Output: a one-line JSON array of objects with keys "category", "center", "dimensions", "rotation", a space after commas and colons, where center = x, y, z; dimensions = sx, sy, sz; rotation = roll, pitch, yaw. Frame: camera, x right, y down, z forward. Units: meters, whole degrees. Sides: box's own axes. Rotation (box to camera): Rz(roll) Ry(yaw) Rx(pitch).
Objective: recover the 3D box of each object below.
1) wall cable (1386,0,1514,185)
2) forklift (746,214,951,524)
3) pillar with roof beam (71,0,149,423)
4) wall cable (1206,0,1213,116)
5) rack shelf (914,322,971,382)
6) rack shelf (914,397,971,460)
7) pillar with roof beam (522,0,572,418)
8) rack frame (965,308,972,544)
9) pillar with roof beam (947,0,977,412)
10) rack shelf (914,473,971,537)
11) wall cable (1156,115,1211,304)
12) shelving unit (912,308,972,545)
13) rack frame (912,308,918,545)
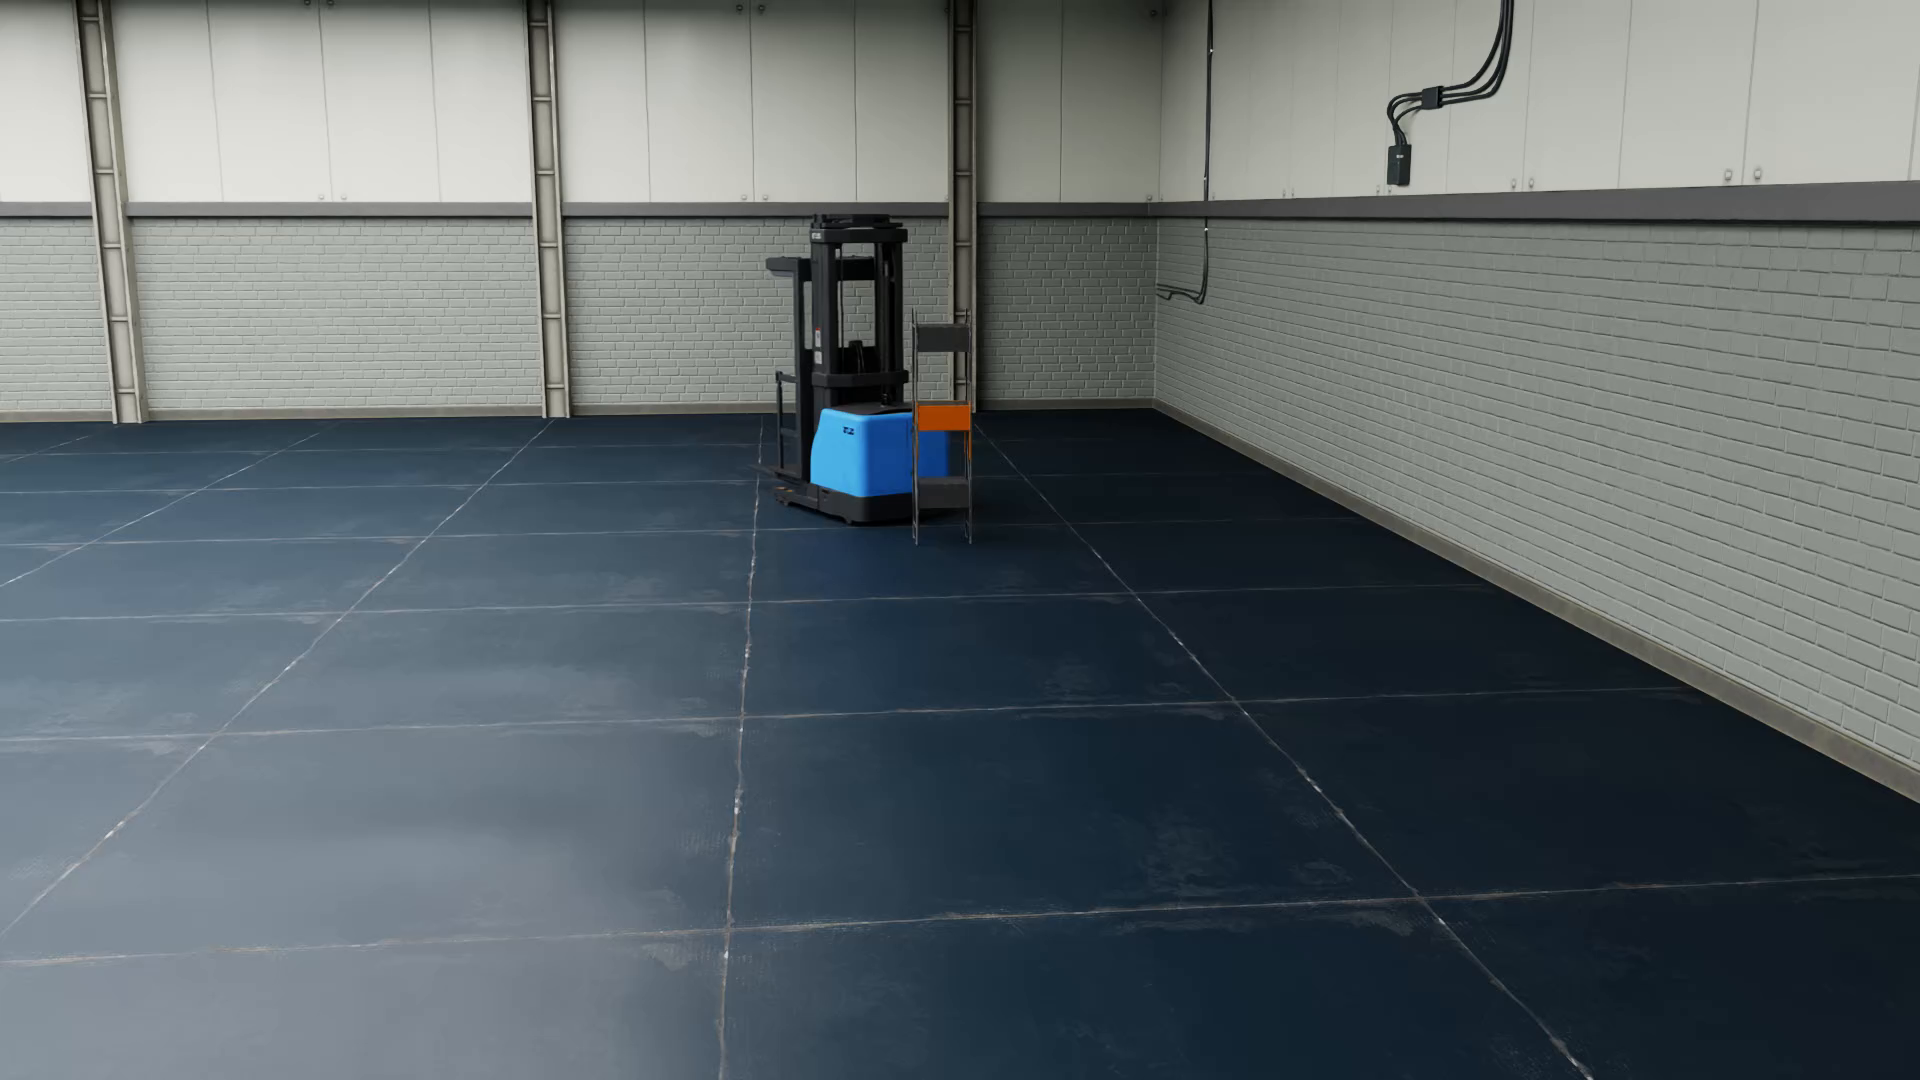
[{"category": "wall cable", "center": [4.113, -6.017, 13.713], "dimensions": [0.169, 6.003, 2.305], "rotation": [-1, 11, -6]}, {"category": "forklift", "center": [-1.285, -1.830, 16.963], "dimensions": [1.130, 2.935, 3.031], "rotation": [-7, 13, -31]}, {"category": "pillar with roof beam", "center": [-11.433, -5.286, 18.810], "dimensions": [0.400, 9.000, 9.100], "rotation": [-1, 11, -6]}, {"category": "wall cable", "center": [3.396, -6.605, 20.477], "dimensions": [0.112, 2.526, 3.097], "rotation": [-1, 11, -6]}, {"category": "rack shelf", "center": [-0.165, -1.700, 14.898], "dimensions": [0.480, 0.518, 0.431], "rotation": [-1, 11, -6]}, {"category": "rack shelf", "center": [-0.165, -1.013, 15.033], "dimensions": [0.480, 0.518, 0.431], "rotation": [-1, 11, -6]}, {"category": "pillar with roof beam", "center": [-5.468, -5.411, 19.446], "dimensions": [0.400, 9.000, 9.100], "rotation": [-1, 11, -6]}, {"category": "rack frame", "center": [0.078, -1.032, 15.056], "dimensions": [0.015, 2.100, 0.400], "rotation": [-1, 11, -6]}, {"category": "pillar with roof beam", "center": [0.497, -5.536, 20.082], "dimensions": [0.400, 9.000, 9.100], "rotation": [-1, 11, -6]}, {"category": "rack shelf", "center": [-0.165, -0.327, 15.168], "dimensions": [0.480, 0.518, 0.431], "rotation": [-1, 11, -6]}, {"category": "wall cable", "center": [3.104, -4.646, 23.603], "dimensions": [0.112, 2.526, 3.097], "rotation": [-1, 11, -6]}, {"category": "shelving unit", "center": [-0.165, -1.027, 15.030], "dimensions": [0.503, 2.100, 0.431], "rotation": [-1, 11, -6]}, {"category": "rack frame", "center": [-0.407, -1.022, 15.004], "dimensions": [0.015, 2.100, 0.400], "rotation": [-1, 11, -6]}]
